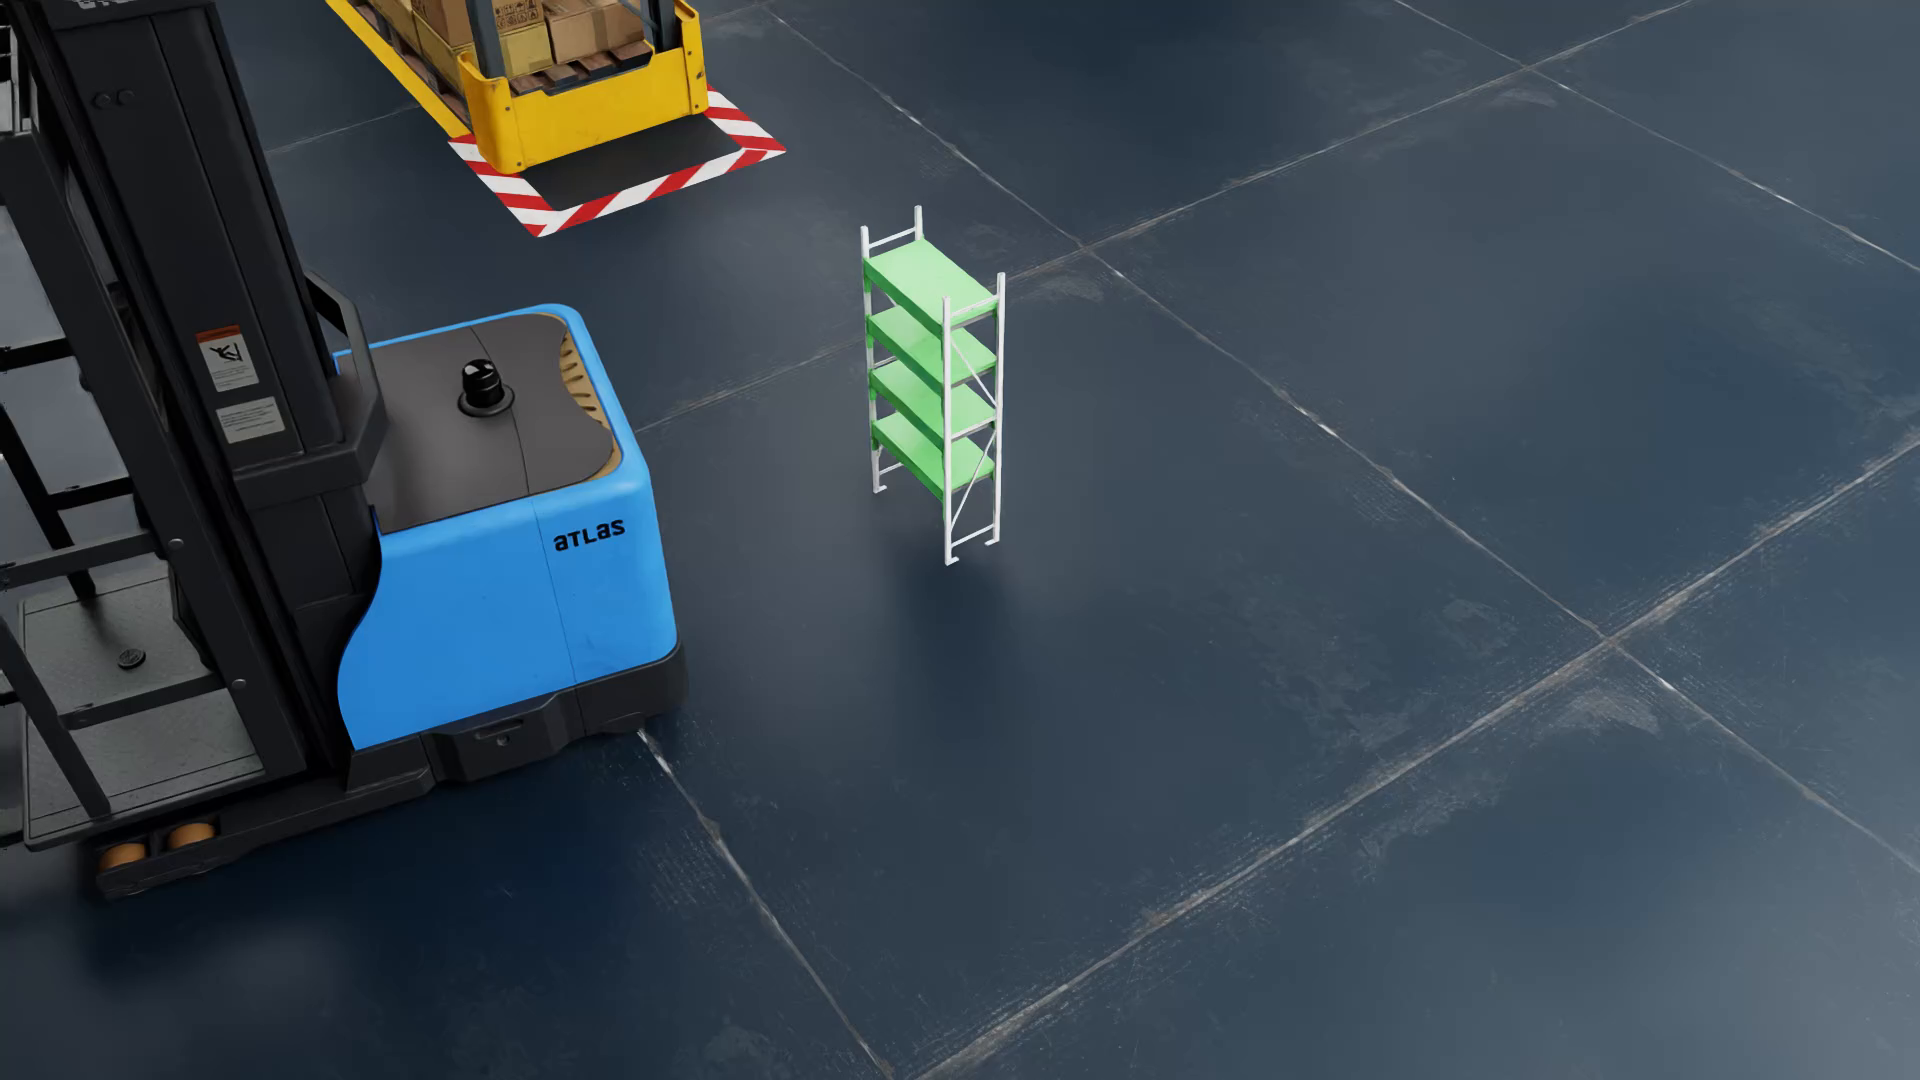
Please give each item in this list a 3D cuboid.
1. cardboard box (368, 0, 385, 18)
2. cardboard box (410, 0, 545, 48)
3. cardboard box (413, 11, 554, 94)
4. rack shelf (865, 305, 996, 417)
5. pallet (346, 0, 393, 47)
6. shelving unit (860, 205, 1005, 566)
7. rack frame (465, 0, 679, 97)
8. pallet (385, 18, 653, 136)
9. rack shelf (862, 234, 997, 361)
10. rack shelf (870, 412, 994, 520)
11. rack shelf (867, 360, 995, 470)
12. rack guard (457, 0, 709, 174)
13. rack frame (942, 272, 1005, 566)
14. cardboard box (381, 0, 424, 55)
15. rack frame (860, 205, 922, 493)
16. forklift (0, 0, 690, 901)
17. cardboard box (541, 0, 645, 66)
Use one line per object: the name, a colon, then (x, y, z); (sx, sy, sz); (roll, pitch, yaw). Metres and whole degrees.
cardboard box: (-2.996, -3.099, 9.012); (0.500, 0.250, 0.500); (-26, 49, -24)
cardboard box: (-2.414, -2.809, 8.164); (0.500, 0.500, 0.500); (-26, 49, -24)
cardboard box: (-2.413, -2.539, 8.424); (0.500, 0.250, 0.500); (-26, 49, -24)
rack shelf: (-0.095, -0.655, 5.812); (0.258, 0.148, 0.480); (-26, 49, -24)
pallet: (-3.029, -3.293, 9.546); (1.003, 0.211, 1.213); (-26, 49, -24)
shelving unit: (-0.095, -0.528, 5.934); (0.258, 1.200, 0.503); (-26, 49, -24)
rack frame: (-1.863, -3.194, 7.424); (1.000, 3.000, 0.127); (-26, 49, -24)
pallet: (-2.335, -2.602, 8.823); (1.003, 0.211, 1.213); (-26, 49, -24)
rack shelf: (-0.095, -0.829, 5.647); (0.258, 0.148, 0.480); (-26, 49, -24)
rack shelf: (-0.095, -0.308, 6.144); (0.258, 0.148, 0.480); (-26, 49, -24)
rack shelf: (-0.095, -0.482, 5.978); (0.258, 0.148, 0.480); (-26, 49, -24)
rack guard: (-1.850, -2.276, 8.273); (1.175, 0.500, 0.348); (-26, 49, -24)
rack frame: (0.045, -0.390, 5.789); (0.240, 1.200, 0.015); (-26, 49, -24)
cardboard box: (-2.708, -2.817, 8.716); (0.500, 0.250, 0.500); (-26, 49, -24)
rack frame: (-0.234, -0.666, 6.079); (0.240, 1.200, 0.015); (-26, 49, -24)
forklift: (-2.479, -0.387, 4.533); (3.031, 2.935, 1.130); (-16, 46, -16)
cardboard box: (-1.988, -2.743, 8.638); (0.500, 0.250, 0.500); (-26, 49, -24)
